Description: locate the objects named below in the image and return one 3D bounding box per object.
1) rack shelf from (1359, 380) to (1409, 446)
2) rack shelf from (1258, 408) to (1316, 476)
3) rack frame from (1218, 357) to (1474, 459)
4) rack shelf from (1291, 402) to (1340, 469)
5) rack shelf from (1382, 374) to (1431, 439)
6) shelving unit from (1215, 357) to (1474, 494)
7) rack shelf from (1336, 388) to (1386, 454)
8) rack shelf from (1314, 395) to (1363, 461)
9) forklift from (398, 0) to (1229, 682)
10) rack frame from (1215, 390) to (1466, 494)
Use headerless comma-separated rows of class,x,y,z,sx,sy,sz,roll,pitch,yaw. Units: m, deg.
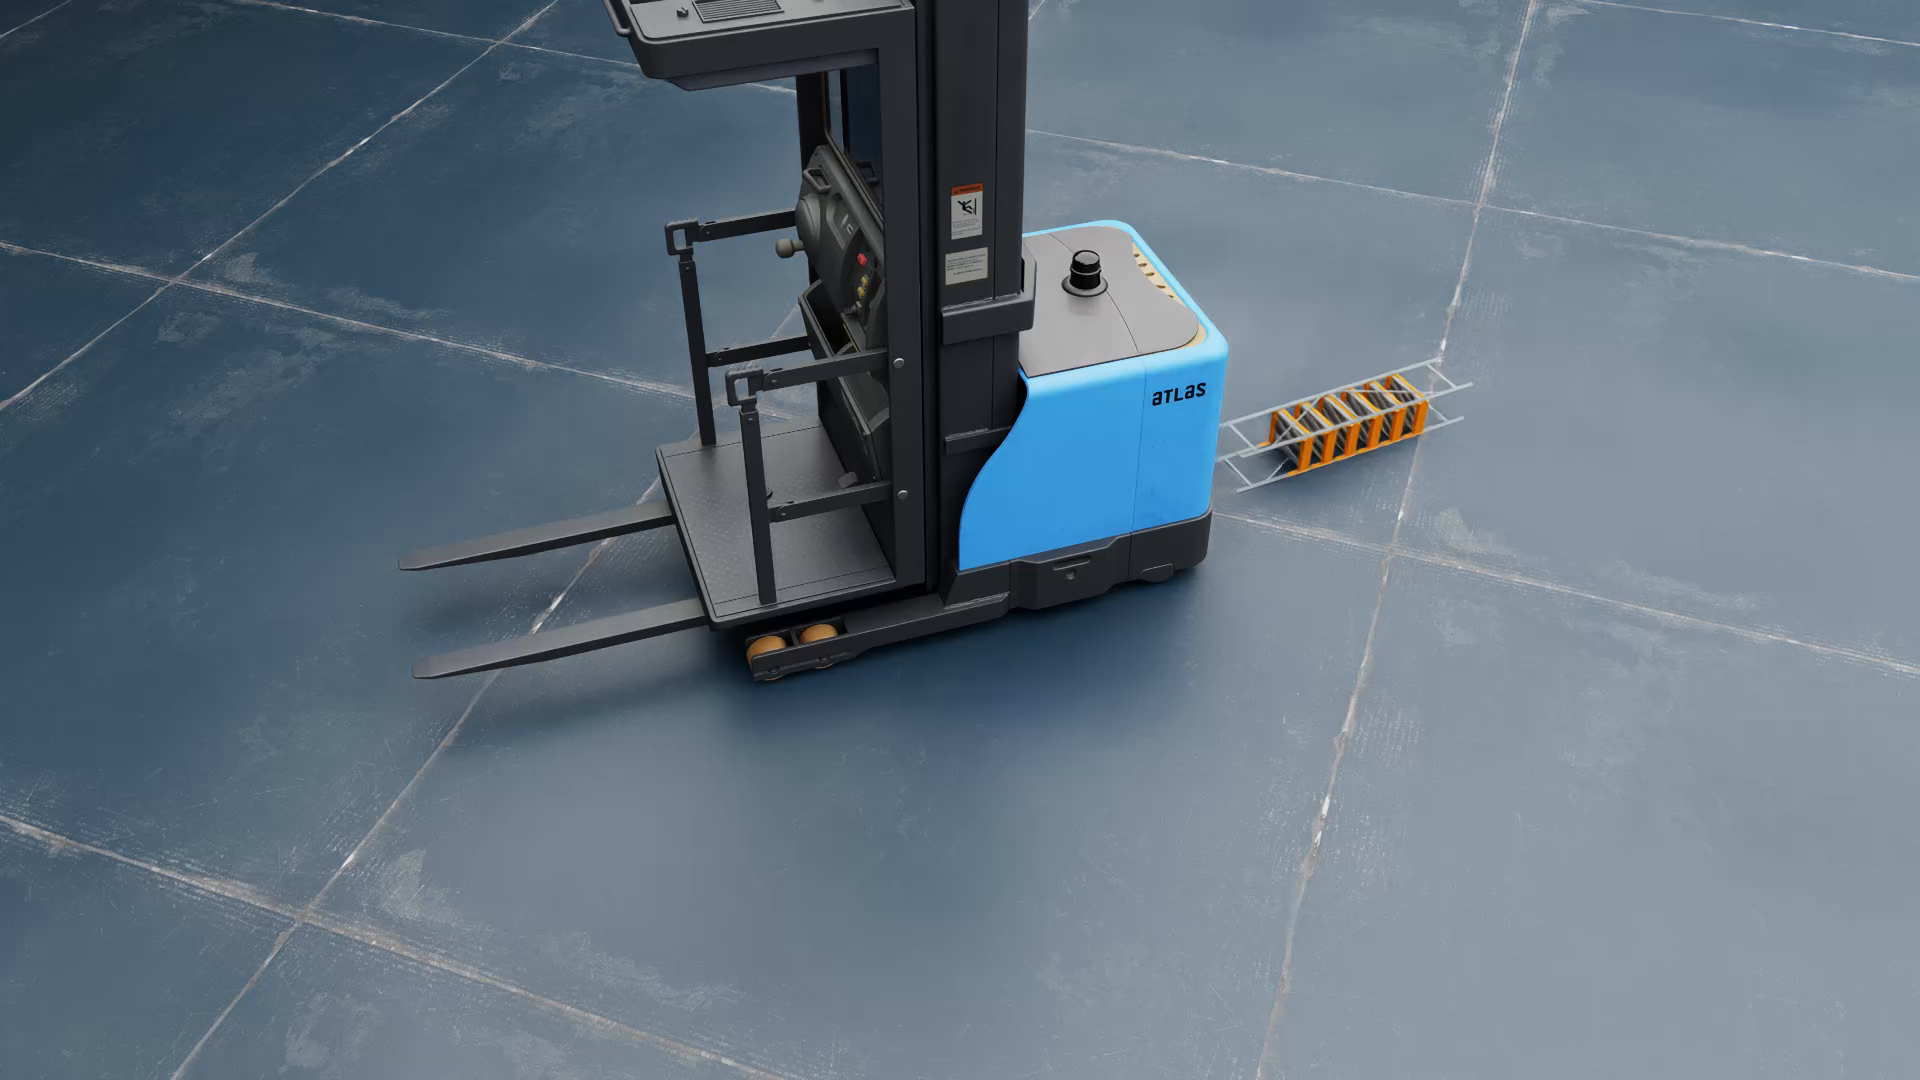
rack shelf,1.825,-0.561,7.258,0.103,0.180,0.258,-18,43,-19
rack shelf,1.393,-0.425,7.099,0.103,0.180,0.258,-18,43,-19
rack frame,1.649,-0.575,7.134,1.200,0.006,0.240,-18,43,-19
rack shelf,1.501,-0.459,7.139,0.103,0.180,0.258,-18,43,-19
rack shelf,1.933,-0.595,7.298,0.103,0.180,0.258,-18,43,-19
shelving unit,1.649,-0.506,7.193,1.200,0.189,0.258,-18,43,-19
rack shelf,1.717,-0.527,7.219,0.103,0.180,0.258,-18,43,-19
rack shelf,1.609,-0.493,7.179,0.103,0.180,0.258,-18,43,-19
forklift,-0.595,-0.983,5.644,3.031,2.935,1.130,-12,42,-14
rack frame,1.649,-0.436,7.253,1.200,0.006,0.240,-18,43,-19
